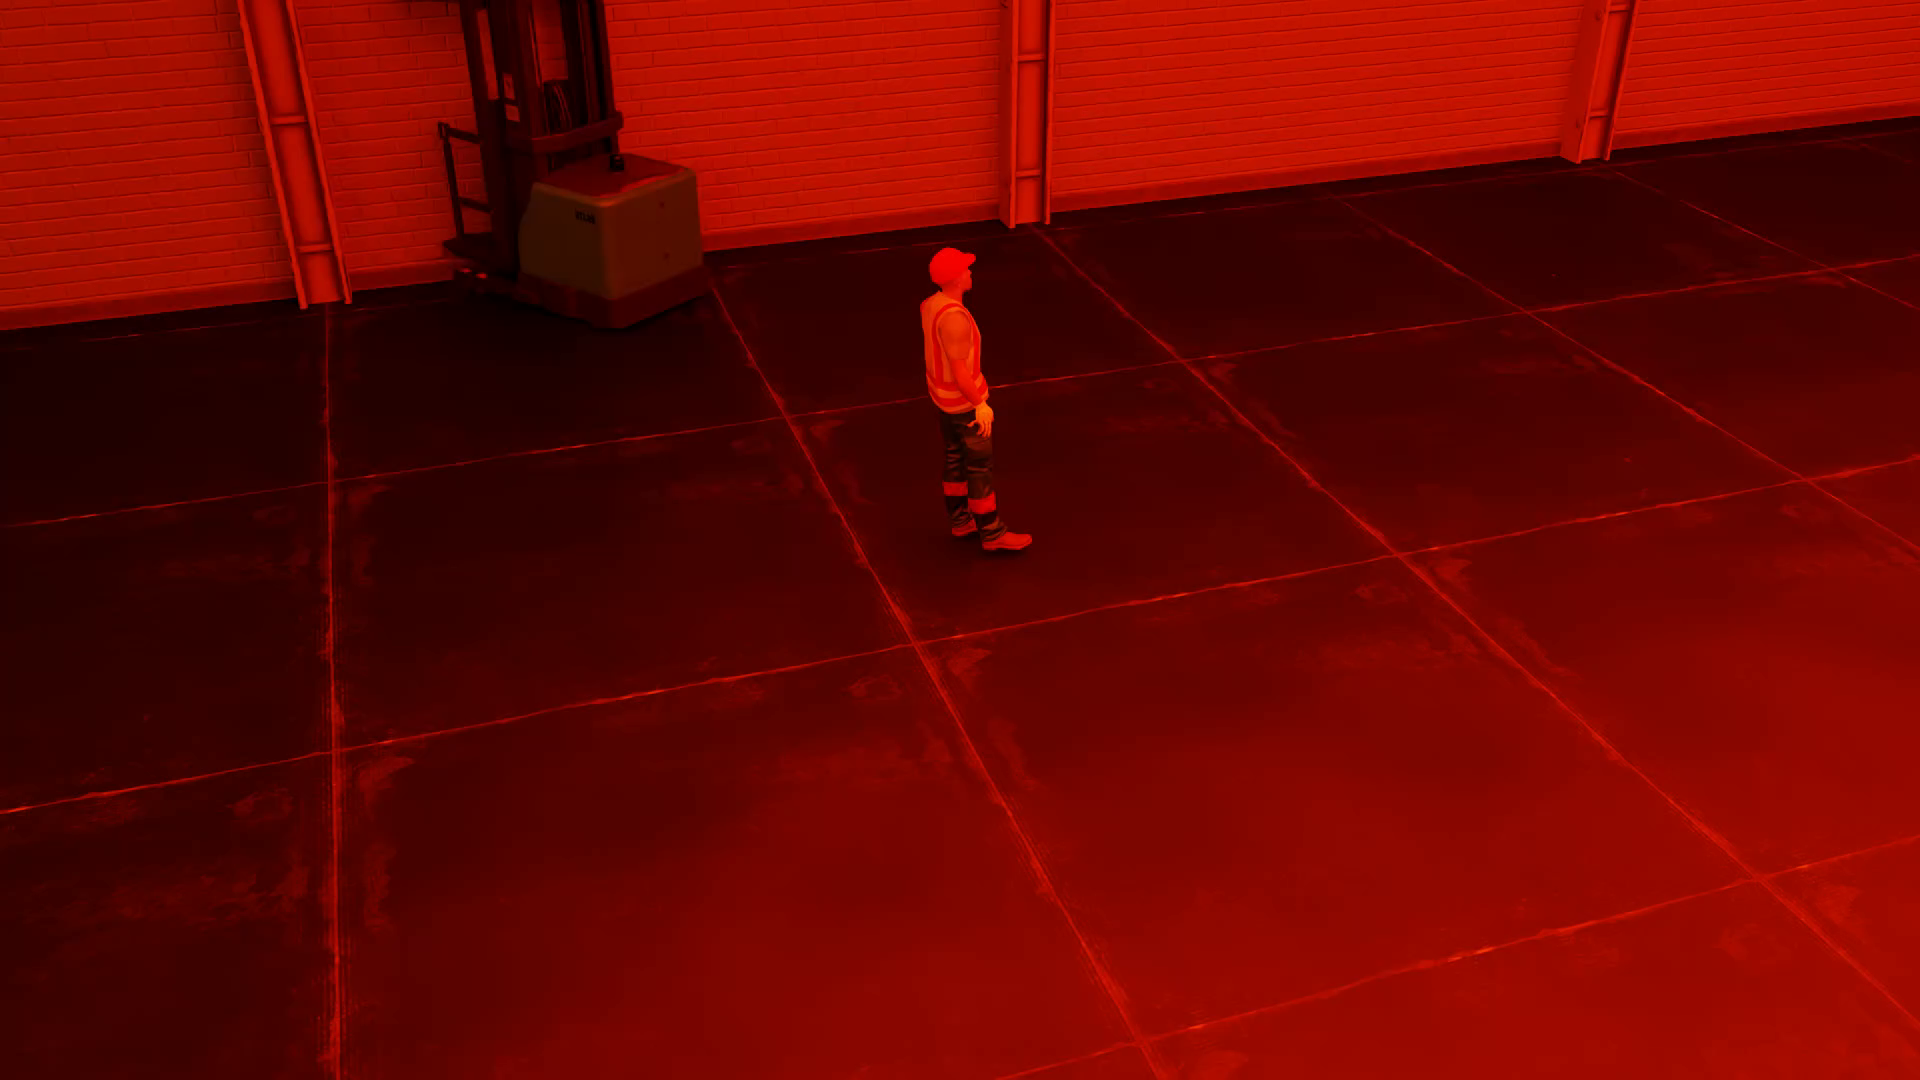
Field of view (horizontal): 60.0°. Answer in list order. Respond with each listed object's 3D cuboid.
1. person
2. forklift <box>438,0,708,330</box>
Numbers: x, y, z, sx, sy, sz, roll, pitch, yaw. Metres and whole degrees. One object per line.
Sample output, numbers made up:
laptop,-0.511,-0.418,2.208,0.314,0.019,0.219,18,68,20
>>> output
person,0.079,-0.824,9.568,0.564,1.787,0.637,-10,31,-16
forklift,-3.512,-3.457,13.095,3.031,2.935,1.130,20,36,31
